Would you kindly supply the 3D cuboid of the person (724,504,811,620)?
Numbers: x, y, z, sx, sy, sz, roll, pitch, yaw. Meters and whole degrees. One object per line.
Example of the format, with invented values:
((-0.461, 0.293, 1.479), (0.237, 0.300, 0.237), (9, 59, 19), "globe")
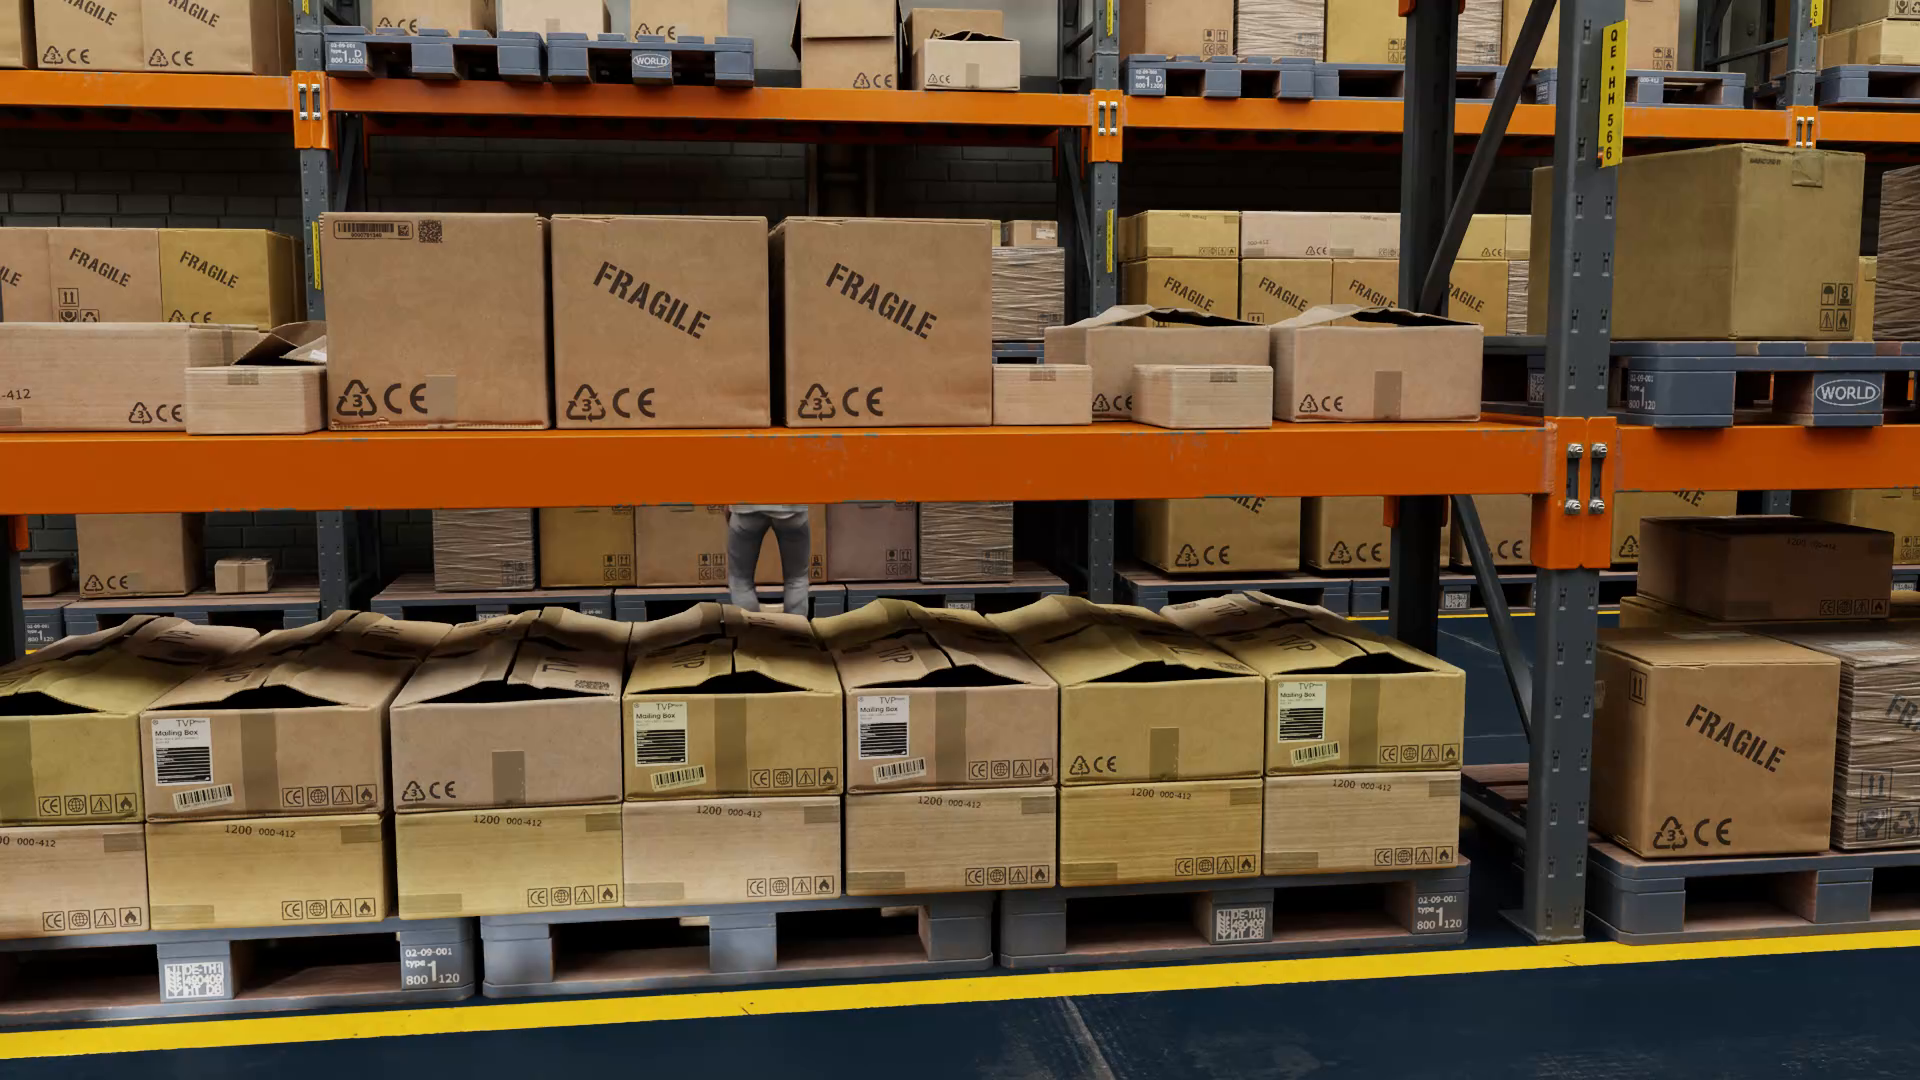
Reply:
((-0.878, -0.131, 7.432), (0.433, 1.538, 0.417), (-1, 7, -7), "person")
